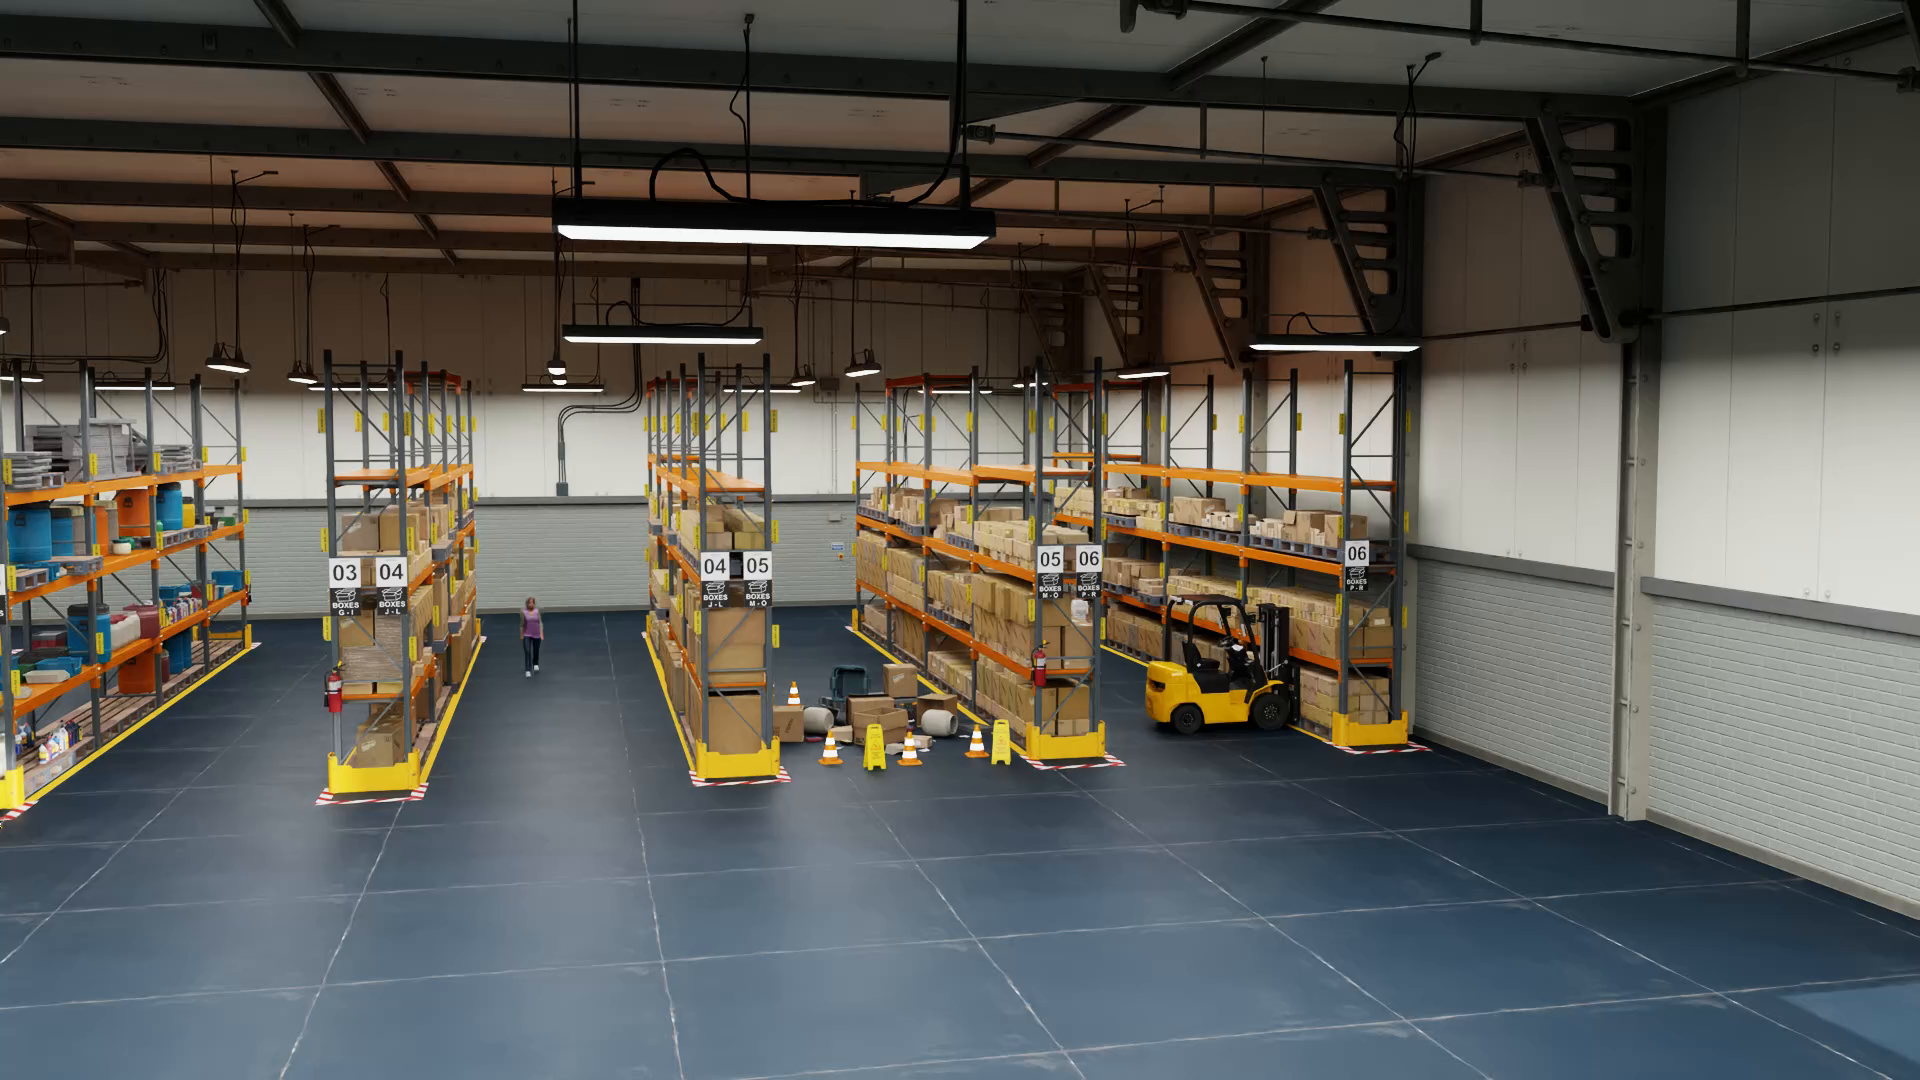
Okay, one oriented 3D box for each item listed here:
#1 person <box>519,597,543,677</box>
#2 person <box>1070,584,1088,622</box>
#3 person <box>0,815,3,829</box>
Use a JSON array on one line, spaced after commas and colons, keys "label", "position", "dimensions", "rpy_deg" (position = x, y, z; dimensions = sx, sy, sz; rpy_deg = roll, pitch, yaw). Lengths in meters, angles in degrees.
[{"label": "person", "position": [-8.527, 1.909, 33.071], "dimensions": [0.457, 1.535, 0.972], "rpy_deg": [-1, 4, -13]}, {"label": "person", "position": [2.288, 1.699, 33.162], "dimensions": [0.571, 1.619, 0.540], "rpy_deg": [-3, 5, -37]}, {"label": "person", "position": [-12.176, 2.697, 20.366], "dimensions": [0.879, 1.721, 0.596], "rpy_deg": [1, 4, 9]}]
